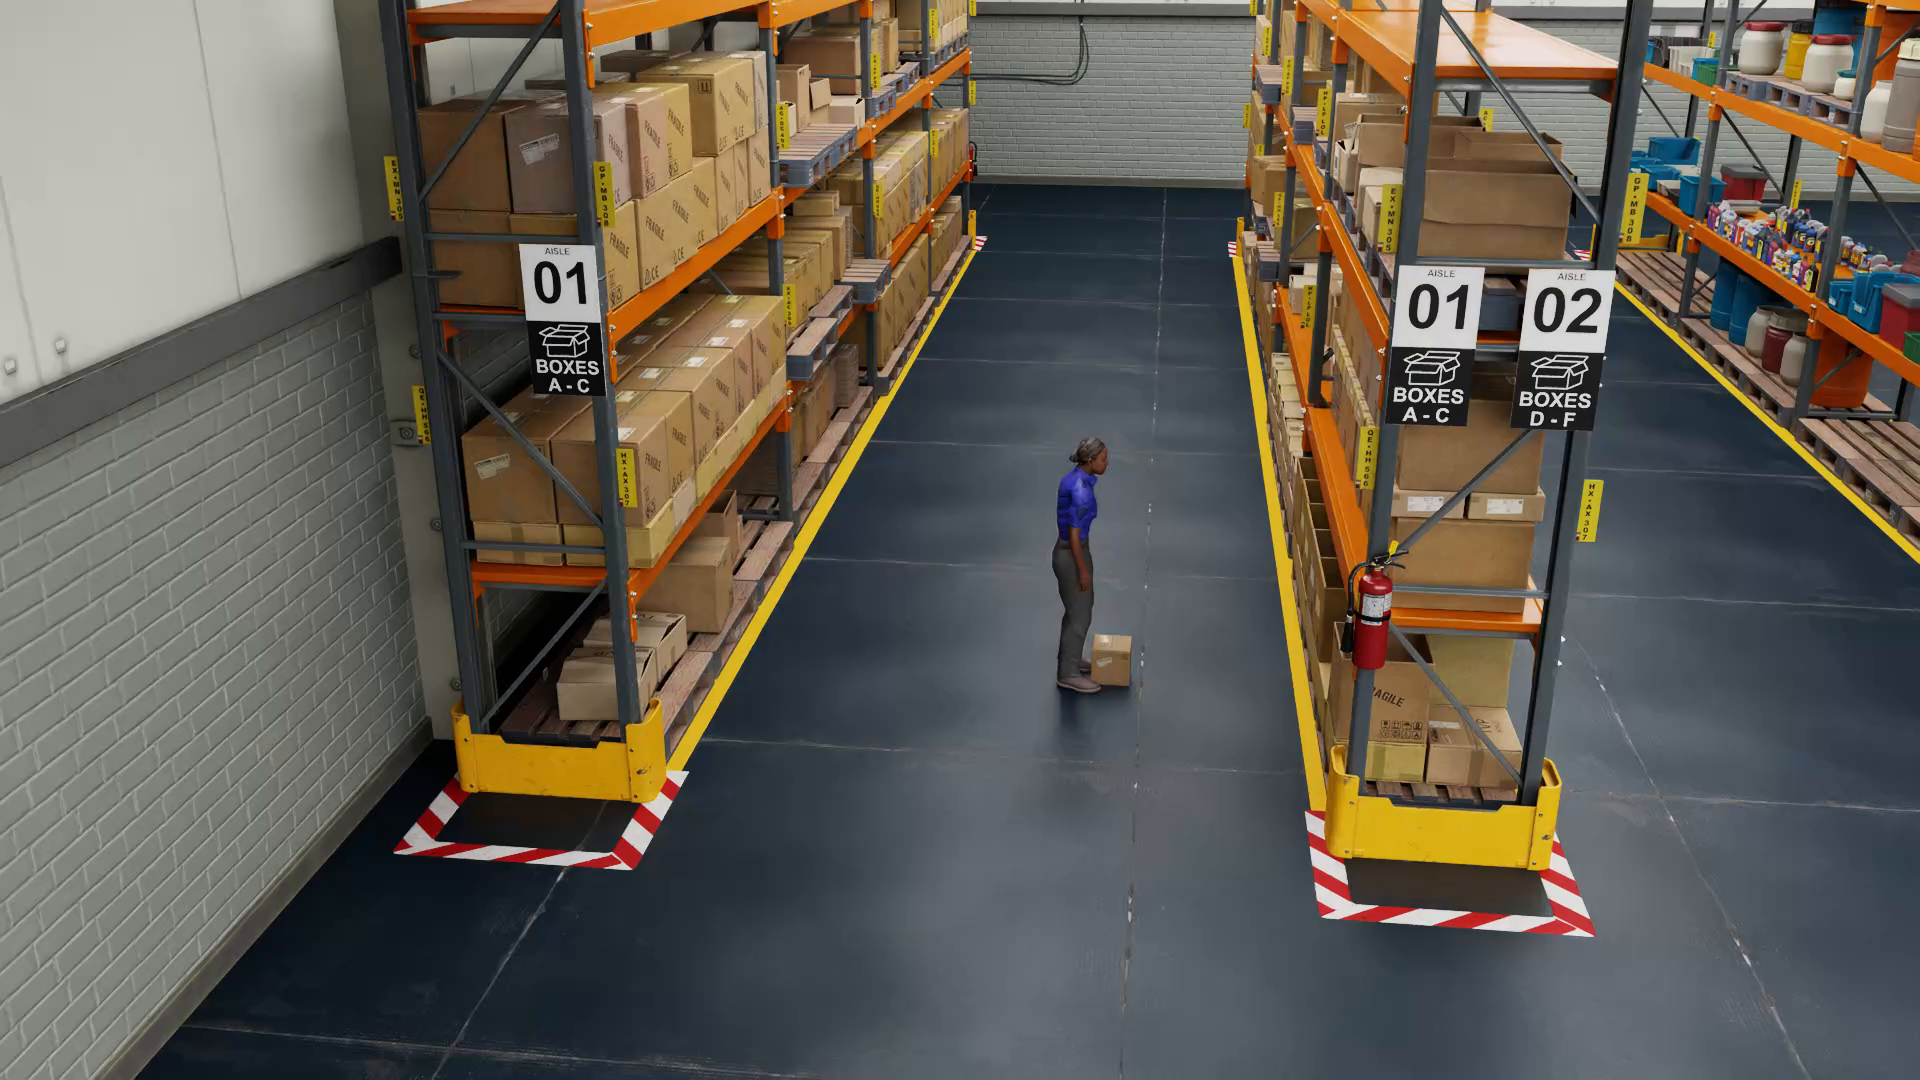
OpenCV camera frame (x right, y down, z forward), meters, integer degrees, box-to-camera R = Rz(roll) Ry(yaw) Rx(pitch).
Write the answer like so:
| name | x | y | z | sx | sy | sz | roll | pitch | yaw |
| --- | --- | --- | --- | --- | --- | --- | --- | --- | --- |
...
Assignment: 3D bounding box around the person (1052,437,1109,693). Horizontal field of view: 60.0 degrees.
| name | x | y | z | sx | sy | sz | roll | pitch | yaw |
| --- | --- | --- | --- | --- | --- | --- | --- | --- | --- |
| person | 0.769 | 0.132 | 10.751 | 0.349 | 1.655 | 0.532 | 1 | 21 | 3 |
